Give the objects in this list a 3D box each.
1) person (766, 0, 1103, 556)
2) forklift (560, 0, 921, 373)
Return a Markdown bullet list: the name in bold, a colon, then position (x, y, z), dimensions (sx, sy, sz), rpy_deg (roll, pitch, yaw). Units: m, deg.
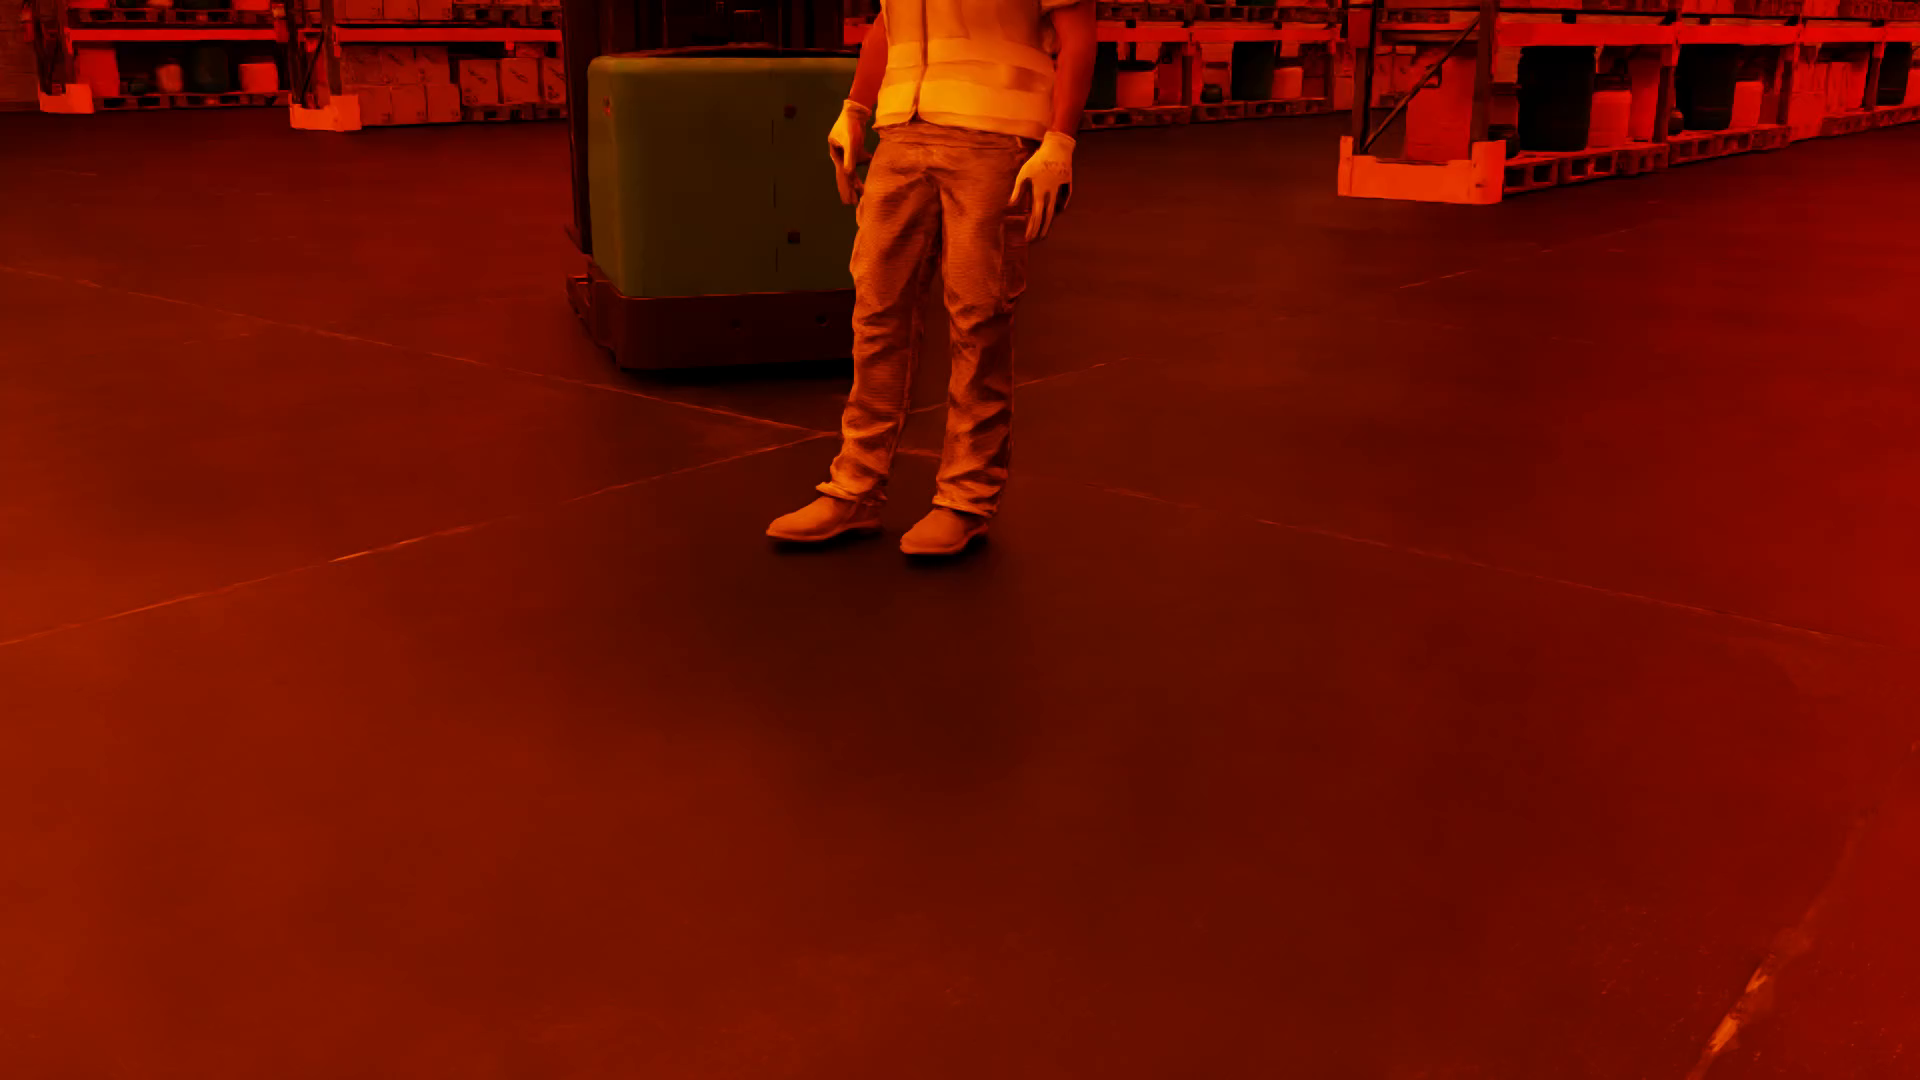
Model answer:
- **person**: position (-0.052, -0.842, 3.632), dimensions (0.656, 1.779, 0.574), rpy_deg (13, 21, 37)
- **forklift**: position (-1.072, -2.361, 6.673), dimensions (1.130, 2.935, 3.031), rpy_deg (-5, 18, -17)
